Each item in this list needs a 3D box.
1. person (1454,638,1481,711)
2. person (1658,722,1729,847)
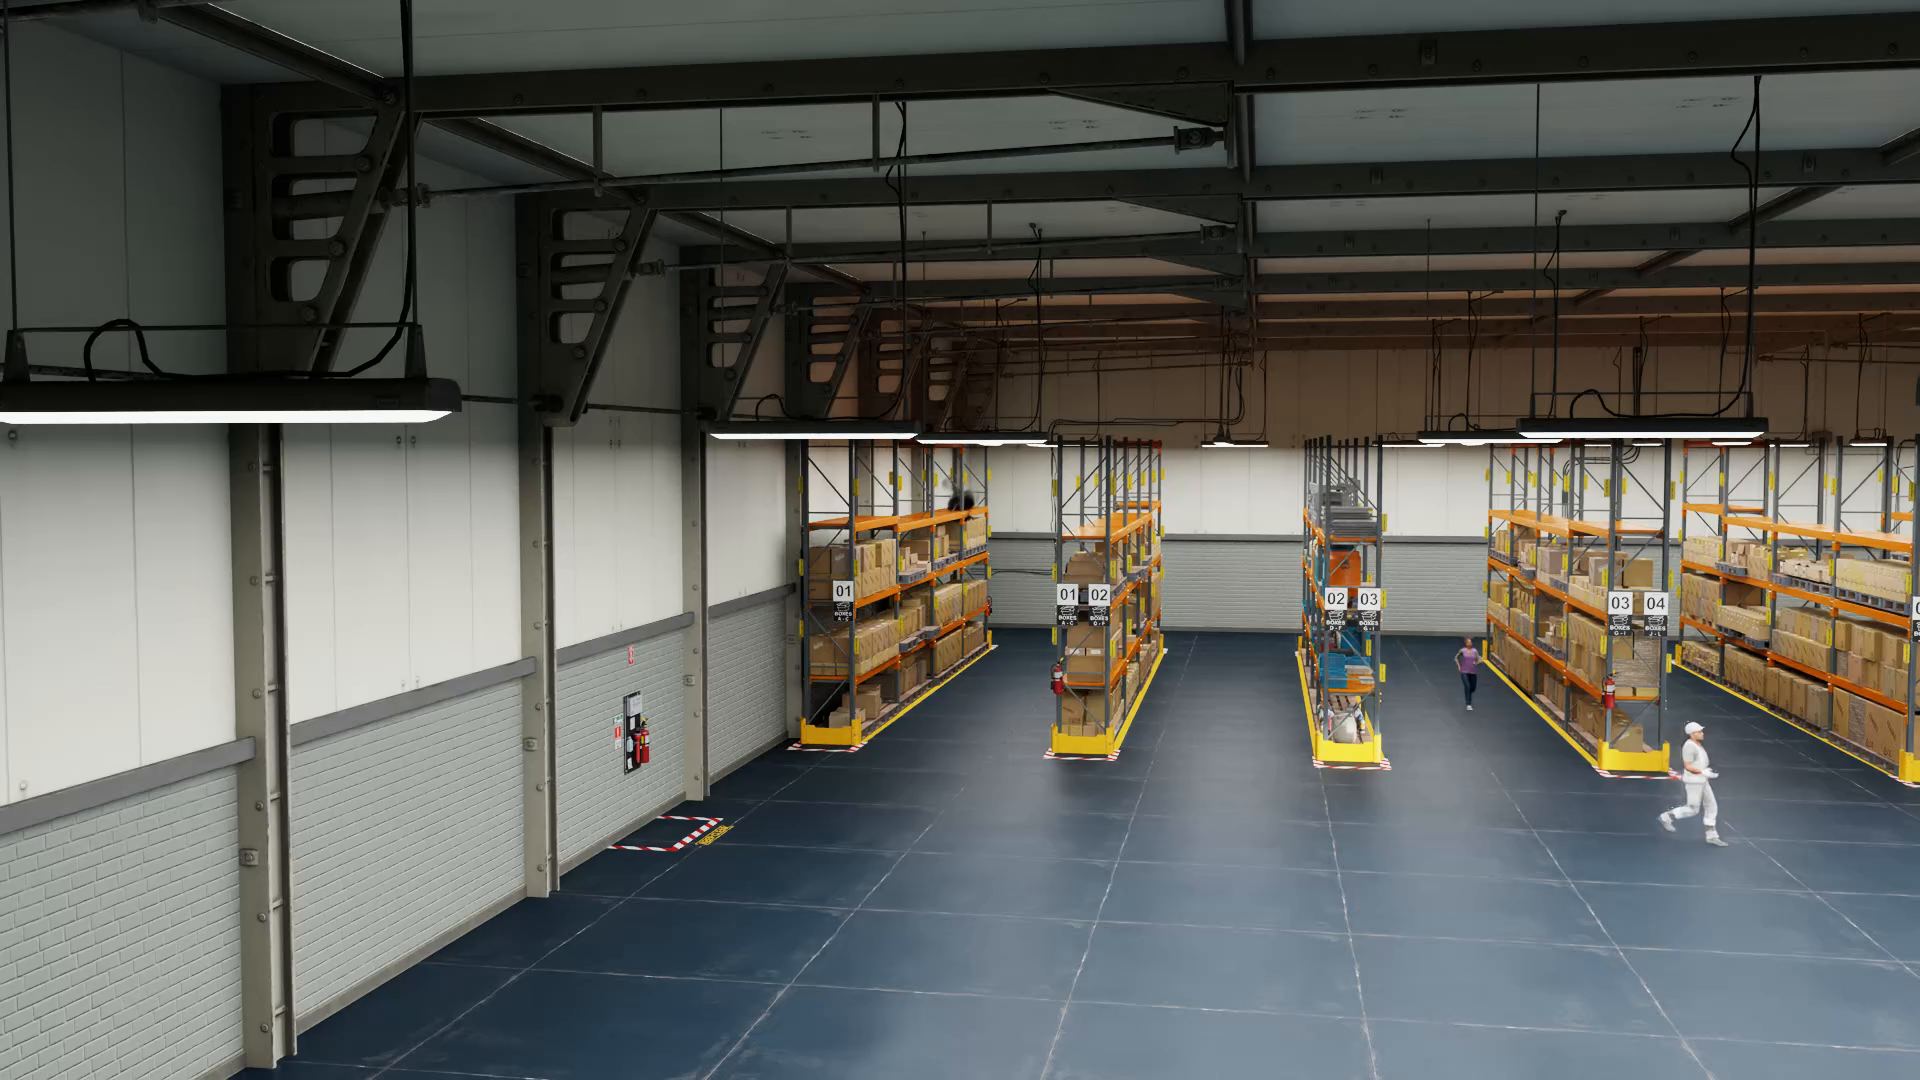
[{"bbox_3d":[11.232,2.941,36.765,0.547,1.570,0.822,0,3,5],"label":"person"},{"bbox_3d":[10.696,3.534,24.213,0.957,1.772,0.671,2,4,37],"label":"person"}]
